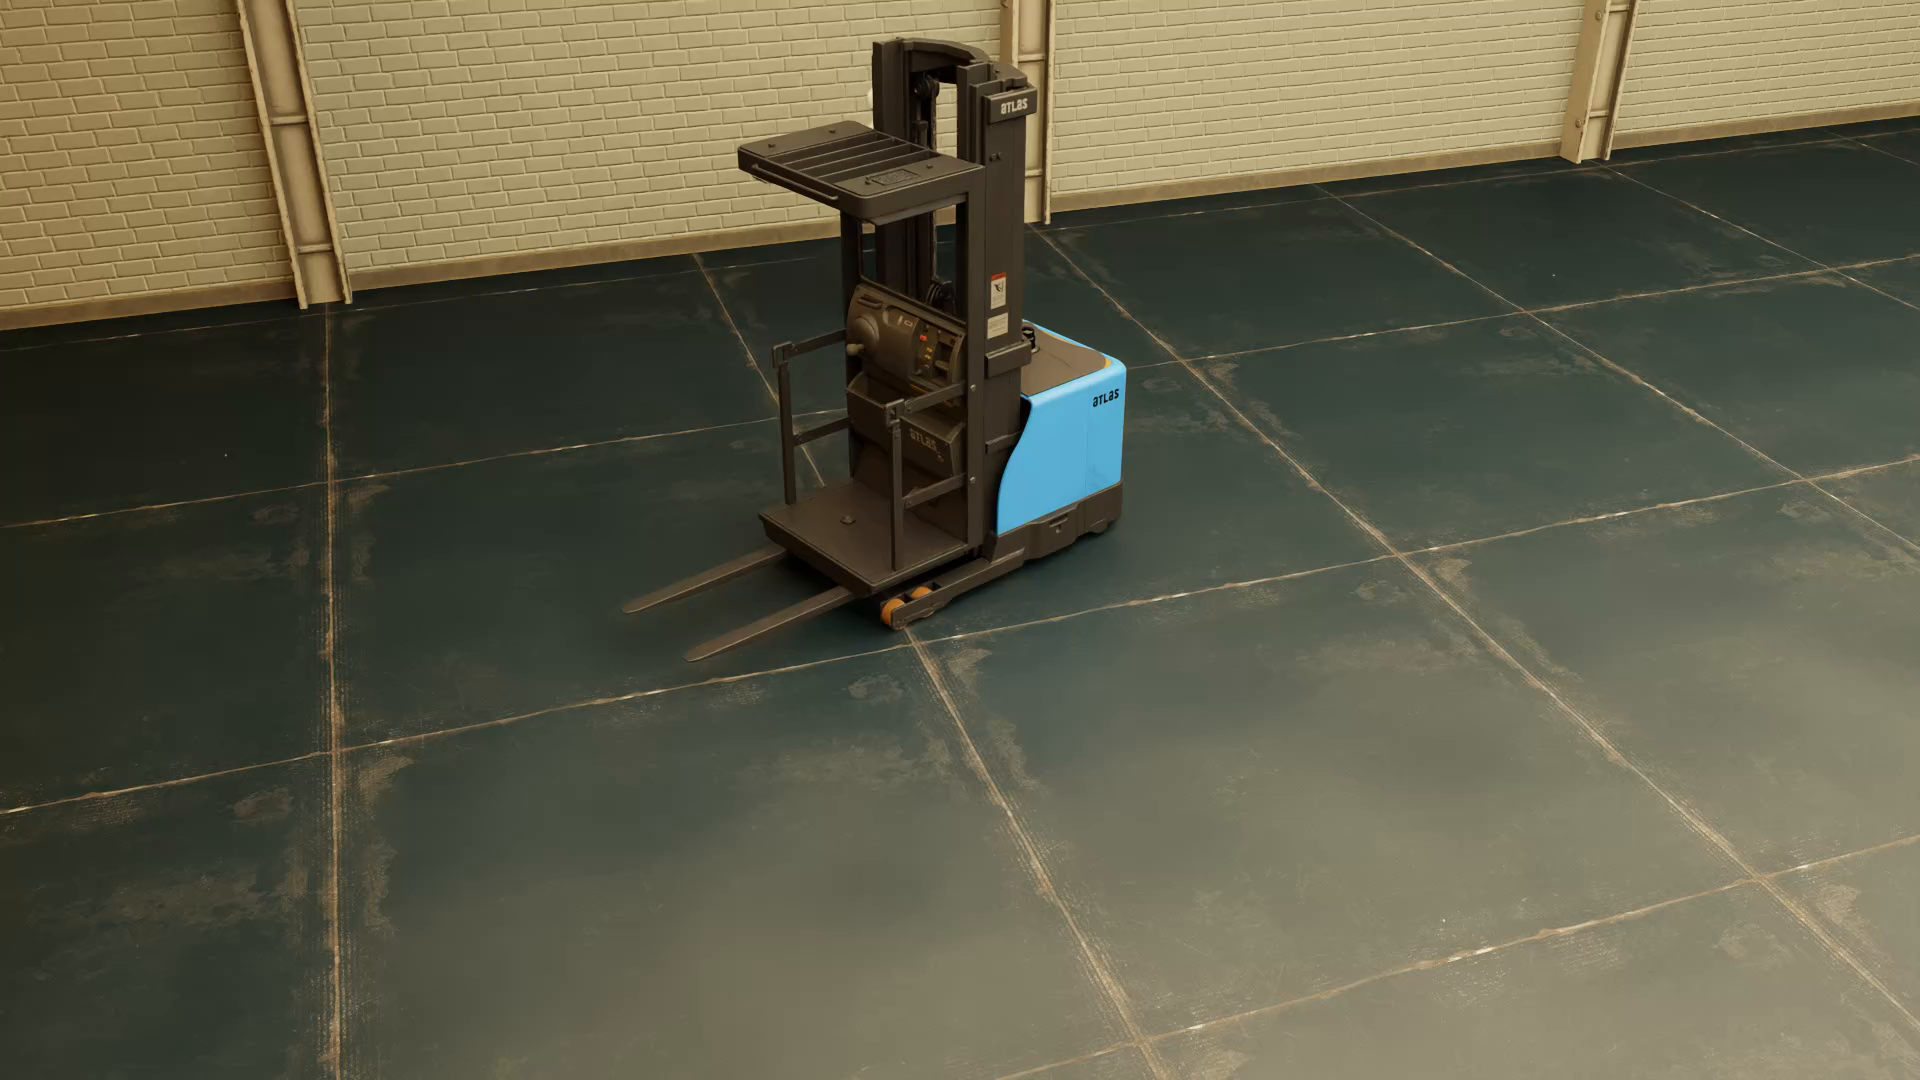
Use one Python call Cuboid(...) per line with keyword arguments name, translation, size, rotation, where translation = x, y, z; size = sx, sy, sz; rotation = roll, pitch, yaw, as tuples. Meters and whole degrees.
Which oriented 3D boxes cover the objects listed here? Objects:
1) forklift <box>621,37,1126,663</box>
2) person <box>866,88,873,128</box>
Cuboid(name="forklift", translation=(-0.461, -1.072, 8.951), size=(3.031, 2.935, 1.130), rotation=(-23, 37, -34))
Cuboid(name="person", translation=(-0.454, -2.605, 12.767), size=(0.579, 1.765, 0.665), rotation=(-5, 30, -8))
